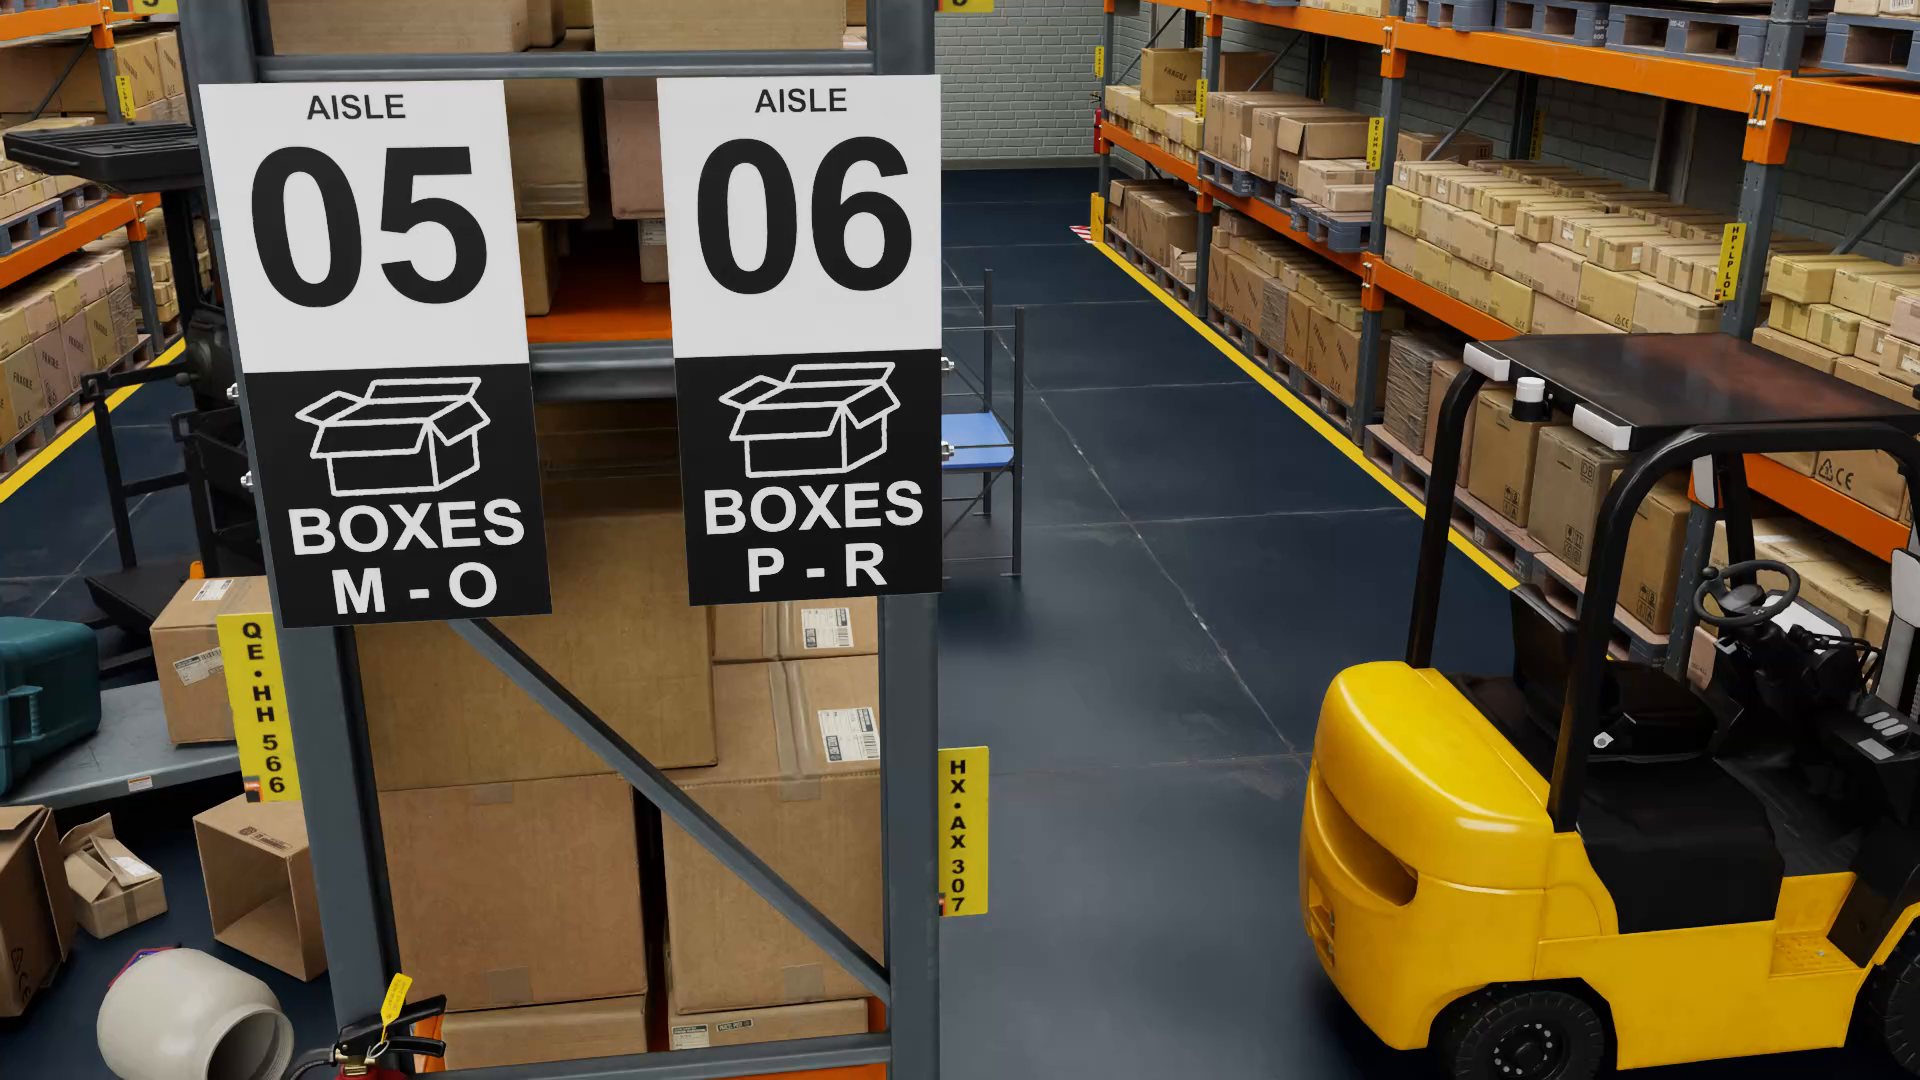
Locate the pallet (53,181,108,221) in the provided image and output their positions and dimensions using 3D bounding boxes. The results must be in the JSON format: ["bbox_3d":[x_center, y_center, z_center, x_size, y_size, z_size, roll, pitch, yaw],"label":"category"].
[{"bbox_3d":[-7.186,-2.573,12.593,1.003,0.211,1.213,-3,21,-8],"label":"pallet"}]

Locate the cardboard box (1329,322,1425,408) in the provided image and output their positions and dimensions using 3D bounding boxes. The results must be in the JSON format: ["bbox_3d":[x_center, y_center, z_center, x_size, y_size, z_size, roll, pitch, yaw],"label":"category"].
[{"bbox_3d":[2.946,-1.248,11.742,0.500,0.500,0.500,-2,21,-6],"label":"cardboard box"}]

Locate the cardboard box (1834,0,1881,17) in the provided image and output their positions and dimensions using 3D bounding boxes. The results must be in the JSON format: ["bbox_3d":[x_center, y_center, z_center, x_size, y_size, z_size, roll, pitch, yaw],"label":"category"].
[{"bbox_3d":[3.560,-2.062,6.278,0.380,0.149,0.250,-2,21,-7],"label":"cardboard box"}]

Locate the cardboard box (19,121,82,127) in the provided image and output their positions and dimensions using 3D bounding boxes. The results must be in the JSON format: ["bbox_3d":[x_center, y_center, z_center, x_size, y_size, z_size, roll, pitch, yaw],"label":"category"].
[{"bbox_3d":[-6.861,-3.071,12.559,0.380,0.149,0.250,-4,21,-9],"label":"cardboard box"}]

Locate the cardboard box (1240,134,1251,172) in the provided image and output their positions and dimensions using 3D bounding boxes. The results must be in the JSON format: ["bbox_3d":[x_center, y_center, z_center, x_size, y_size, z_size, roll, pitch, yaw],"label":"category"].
[{"bbox_3d":[2.464,-3.105,13.333,0.396,0.266,0.258,-2,21,-5],"label":"cardboard box"}]

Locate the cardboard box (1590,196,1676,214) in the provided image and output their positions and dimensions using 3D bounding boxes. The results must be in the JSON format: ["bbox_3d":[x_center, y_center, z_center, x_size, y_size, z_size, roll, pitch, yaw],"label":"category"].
[{"bbox_3d":[3.707,-1.804,9.189,0.380,0.149,0.250,-2,21,-6],"label":"cardboard box"}]

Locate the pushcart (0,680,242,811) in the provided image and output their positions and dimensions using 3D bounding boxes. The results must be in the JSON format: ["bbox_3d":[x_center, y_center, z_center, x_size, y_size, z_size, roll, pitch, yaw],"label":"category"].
[{"bbox_3d":[-3.364,0.911,6.738,1.648,0.377,0.936,-11,23,-26],"label":"pushcart"}]

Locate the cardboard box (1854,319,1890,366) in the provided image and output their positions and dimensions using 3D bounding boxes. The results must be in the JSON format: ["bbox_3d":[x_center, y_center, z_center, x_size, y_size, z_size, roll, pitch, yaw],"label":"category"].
[{"bbox_3d":[3.686,-0.750,6.367,0.380,0.149,0.250,-3,21,-8],"label":"cardboard box"}]

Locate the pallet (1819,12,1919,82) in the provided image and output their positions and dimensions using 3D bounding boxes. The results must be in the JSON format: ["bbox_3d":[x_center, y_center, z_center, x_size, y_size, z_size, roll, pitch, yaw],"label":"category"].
[{"bbox_3d":[3.945,-1.771,6.010,1.003,0.211,1.213,-3,21,-8],"label":"pallet"}]

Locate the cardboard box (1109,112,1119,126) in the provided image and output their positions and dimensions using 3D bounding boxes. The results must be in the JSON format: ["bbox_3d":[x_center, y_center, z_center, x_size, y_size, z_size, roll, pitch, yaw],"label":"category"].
[{"bbox_3d":[1.842,-4.611,18.133,0.380,0.149,0.250,-3,21,-8],"label":"cardboard box"}]

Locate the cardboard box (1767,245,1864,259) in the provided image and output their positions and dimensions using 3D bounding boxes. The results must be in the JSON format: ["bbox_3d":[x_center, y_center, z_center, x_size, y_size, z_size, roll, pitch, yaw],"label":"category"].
[{"bbox_3d":[3.971,-1.280,7.786,0.380,0.149,0.250,-4,21,-10],"label":"cardboard box"}]

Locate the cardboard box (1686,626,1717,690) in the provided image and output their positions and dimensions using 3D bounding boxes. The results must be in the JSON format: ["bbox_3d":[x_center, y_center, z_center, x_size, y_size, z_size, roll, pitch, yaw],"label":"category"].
[{"bbox_3d":[3.538,0.574,7.221,0.500,0.250,0.500,-3,21,-7],"label":"cardboard box"}]

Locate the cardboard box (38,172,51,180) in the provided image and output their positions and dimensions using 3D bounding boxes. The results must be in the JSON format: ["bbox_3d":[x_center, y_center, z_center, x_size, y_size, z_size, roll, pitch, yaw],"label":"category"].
[{"bbox_3d":[-6.747,-2.664,11.895,0.380,0.149,0.250,-4,21,-11],"label":"cardboard box"}]

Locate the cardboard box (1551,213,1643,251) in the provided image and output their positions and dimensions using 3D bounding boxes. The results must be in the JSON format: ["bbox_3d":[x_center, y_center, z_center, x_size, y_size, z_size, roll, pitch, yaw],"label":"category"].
[{"bbox_3d":[3.314,-1.600,8.643,0.380,0.149,0.250,-3,21,-7],"label":"cardboard box"}]

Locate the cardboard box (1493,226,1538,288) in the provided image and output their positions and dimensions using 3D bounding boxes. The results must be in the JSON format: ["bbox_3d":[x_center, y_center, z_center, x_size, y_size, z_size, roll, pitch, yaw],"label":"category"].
[{"bbox_3d":[3.269,-1.553,9.087,0.500,0.250,0.500,-3,21,-7],"label":"cardboard box"}]

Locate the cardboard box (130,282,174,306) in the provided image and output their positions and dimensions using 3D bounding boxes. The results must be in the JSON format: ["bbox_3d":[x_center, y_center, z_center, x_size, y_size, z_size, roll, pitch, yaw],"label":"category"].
[{"bbox_3d":[-6.888,-2.077,14.040,0.380,0.149,0.250,-2,21,-5],"label":"cardboard box"}]

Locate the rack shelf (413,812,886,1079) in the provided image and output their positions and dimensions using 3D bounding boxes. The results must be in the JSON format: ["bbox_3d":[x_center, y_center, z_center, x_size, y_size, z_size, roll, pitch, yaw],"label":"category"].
[{"bbox_3d":[-0.827,0.580,4.905,1.077,0.370,4.000,-3,21,-8],"label":"rack shelf"}]

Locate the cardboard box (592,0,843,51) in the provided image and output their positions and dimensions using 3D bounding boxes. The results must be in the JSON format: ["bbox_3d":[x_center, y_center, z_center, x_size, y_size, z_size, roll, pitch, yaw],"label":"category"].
[{"bbox_3d":[-0.388,-0.859,2.662,0.380,0.149,0.250,-3,21,-8],"label":"cardboard box"}]

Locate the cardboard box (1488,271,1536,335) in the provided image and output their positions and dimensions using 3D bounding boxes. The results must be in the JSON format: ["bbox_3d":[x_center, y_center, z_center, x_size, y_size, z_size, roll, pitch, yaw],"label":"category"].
[{"bbox_3d":[3.264,-1.318,9.172,0.500,0.250,0.500,-2,21,-6],"label":"cardboard box"}]

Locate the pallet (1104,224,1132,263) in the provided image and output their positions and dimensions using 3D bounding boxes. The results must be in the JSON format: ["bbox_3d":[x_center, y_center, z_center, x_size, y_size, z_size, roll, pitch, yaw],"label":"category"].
[{"bbox_3d":[2.193,-3.247,18.110,1.003,0.211,1.213,-3,21,-8],"label":"pallet"}]

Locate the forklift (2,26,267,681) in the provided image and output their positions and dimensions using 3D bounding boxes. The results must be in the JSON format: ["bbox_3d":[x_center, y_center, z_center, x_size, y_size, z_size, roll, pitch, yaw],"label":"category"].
[{"bbox_3d":[-3.611,-0.851,7.806,1.130,2.935,3.031,18,27,39],"label":"forklift"}]

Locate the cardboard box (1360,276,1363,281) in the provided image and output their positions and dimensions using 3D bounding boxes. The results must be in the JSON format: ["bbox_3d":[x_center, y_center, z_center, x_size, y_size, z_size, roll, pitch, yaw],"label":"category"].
[{"bbox_3d":[3.293,-1.974,12.761,0.380,0.149,0.250,-3,21,-9],"label":"cardboard box"}]

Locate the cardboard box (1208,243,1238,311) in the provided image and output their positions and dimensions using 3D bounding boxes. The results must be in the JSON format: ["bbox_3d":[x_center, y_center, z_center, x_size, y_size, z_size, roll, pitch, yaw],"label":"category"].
[{"bbox_3d":[2.490,-2.318,14.608,0.500,0.500,0.500,-2,21,-5],"label":"cardboard box"}]

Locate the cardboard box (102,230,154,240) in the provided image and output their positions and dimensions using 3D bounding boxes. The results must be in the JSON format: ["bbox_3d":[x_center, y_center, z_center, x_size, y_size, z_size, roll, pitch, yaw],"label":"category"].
[{"bbox_3d":[-7.780,-2.807,15.567,0.380,0.149,0.250,-3,21,-7],"label":"cardboard box"}]

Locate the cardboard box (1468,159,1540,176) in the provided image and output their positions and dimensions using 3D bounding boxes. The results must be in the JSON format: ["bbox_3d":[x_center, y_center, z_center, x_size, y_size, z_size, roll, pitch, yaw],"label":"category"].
[{"bbox_3d":[3.467,-2.335,10.610,0.380,0.149,0.250,-2,21,-6],"label":"cardboard box"}]

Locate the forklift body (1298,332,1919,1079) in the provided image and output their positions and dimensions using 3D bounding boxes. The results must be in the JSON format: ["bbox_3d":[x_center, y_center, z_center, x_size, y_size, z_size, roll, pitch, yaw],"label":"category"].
[{"bbox_3d":[2.294,0.517,5.259,2.313,2.155,1.214,-3,21,-8],"label":"forklift body"}]

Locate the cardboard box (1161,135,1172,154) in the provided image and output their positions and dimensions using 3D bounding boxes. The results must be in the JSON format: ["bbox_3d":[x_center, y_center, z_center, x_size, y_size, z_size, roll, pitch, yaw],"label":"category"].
[{"bbox_3d":[2.151,-3.808,15.984,0.380,0.149,0.250,-3,21,-9],"label":"cardboard box"}]

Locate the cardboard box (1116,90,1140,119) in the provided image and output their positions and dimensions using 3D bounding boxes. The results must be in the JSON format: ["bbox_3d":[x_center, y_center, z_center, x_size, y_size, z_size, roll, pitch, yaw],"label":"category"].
[{"bbox_3d":[1.938,-4.580,17.481,0.500,0.250,0.500,-3,21,-7],"label":"cardboard box"}]

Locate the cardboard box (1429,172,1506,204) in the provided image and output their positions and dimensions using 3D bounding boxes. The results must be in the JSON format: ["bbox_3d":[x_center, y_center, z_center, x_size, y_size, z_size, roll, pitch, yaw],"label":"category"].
[{"bbox_3d":[3.076,-2.132,10.067,0.380,0.149,0.250,-2,21,-6],"label":"cardboard box"}]

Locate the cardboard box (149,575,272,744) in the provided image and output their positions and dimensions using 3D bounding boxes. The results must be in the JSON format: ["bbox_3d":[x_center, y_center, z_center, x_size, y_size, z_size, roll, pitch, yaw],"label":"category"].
[{"bbox_3d":[-2.872,0.467,6.670,0.500,0.500,0.500,-3,21,-8],"label":"cardboard box"}]

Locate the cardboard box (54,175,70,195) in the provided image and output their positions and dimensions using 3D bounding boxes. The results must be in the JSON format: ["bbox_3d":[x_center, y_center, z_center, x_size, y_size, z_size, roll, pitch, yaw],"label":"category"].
[{"bbox_3d":[-6.791,-2.623,12.212,0.380,0.149,0.250,-4,21,-11],"label":"cardboard box"}]

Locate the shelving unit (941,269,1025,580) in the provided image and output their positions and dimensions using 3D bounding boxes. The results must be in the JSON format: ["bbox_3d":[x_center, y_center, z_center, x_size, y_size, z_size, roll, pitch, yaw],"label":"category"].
[{"bbox_3d":[0.012,-0.673,9.375,0.538,1.500,1.048,-3,21,-8],"label":"shelving unit"}]

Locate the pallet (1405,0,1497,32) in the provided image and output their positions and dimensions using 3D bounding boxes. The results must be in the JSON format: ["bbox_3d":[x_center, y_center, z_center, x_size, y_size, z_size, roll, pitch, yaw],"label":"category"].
[{"bbox_3d":[3.406,-3.173,9.906,1.213,0.211,1.003,-2,21,-5],"label":"pallet"}]

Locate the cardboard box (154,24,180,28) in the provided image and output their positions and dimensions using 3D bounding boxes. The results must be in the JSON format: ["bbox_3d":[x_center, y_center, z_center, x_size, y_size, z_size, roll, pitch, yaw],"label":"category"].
[{"bbox_3d":[-7.344,-4.653,15.890,0.500,0.500,0.500,-4,21,-10],"label":"cardboard box"}]

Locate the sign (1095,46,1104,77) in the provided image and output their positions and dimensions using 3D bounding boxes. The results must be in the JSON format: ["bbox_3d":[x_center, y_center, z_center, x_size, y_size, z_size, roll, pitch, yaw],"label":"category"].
[{"bbox_3d":[1.529,-5.234,18.206,0.100,0.325,0.005,-3,21,-8],"label":"sign"}]

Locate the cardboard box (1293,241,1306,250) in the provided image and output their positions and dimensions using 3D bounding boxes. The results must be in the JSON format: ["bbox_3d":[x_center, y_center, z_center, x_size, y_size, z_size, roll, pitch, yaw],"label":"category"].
[{"bbox_3d":[3.068,-2.513,14.204,0.380,0.149,0.250,-3,21,-7],"label":"cardboard box"}]

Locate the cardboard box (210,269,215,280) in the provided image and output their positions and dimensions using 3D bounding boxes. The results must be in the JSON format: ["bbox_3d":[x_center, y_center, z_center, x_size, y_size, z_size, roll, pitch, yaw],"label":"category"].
[{"bbox_3d":[-7.189,-2.564,15.768,0.380,0.149,0.250,-3,21,-7],"label":"cardboard box"}]

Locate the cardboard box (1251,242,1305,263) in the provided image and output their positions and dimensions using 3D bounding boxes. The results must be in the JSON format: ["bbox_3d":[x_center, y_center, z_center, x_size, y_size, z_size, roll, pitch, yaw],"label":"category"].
[{"bbox_3d":[2.649,-2.389,13.870,0.380,0.149,0.250,-3,21,-9],"label":"cardboard box"}]

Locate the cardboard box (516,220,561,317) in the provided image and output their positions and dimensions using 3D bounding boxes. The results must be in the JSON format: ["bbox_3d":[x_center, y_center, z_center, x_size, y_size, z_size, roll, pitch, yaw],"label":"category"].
[{"bbox_3d":[-0.867,-0.462,2.737,0.380,0.149,0.250,-3,21,-8],"label":"cardboard box"}]

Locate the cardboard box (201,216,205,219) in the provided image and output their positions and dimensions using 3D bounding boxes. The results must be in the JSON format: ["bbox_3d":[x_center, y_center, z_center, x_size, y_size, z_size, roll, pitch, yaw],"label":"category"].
[{"bbox_3d":[-7.259,-3.116,16.396,0.380,0.149,0.250,-3,21,-9],"label":"cardboard box"}]

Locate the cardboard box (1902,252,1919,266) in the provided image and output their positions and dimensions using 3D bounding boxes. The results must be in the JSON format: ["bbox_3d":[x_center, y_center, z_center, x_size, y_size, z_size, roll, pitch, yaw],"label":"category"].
[{"bbox_3d":[4.141,-1.096,6.869,0.380,0.149,0.250,-3,21,-8],"label":"cardboard box"}]

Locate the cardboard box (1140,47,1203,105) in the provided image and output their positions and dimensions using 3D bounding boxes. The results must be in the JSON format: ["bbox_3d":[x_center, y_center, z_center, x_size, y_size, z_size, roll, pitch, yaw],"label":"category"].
[{"bbox_3d":[2.082,-4.587,16.427,0.500,0.500,0.500,-2,21,-6],"label":"cardboard box"}]

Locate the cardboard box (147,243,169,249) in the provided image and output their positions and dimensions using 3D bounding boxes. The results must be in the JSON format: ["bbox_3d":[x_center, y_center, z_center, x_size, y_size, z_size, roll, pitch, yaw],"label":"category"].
[{"bbox_3d":[-7.079,-2.569,14.932,0.380,0.149,0.250,-2,21,-7],"label":"cardboard box"}]

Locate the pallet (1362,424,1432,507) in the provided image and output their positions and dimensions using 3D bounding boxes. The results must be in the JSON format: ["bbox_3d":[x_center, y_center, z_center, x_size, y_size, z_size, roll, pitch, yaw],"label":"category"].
[{"bbox_3d":[3.300,-0.493,10.734,1.003,0.211,1.213,-3,21,-8],"label":"pallet"}]

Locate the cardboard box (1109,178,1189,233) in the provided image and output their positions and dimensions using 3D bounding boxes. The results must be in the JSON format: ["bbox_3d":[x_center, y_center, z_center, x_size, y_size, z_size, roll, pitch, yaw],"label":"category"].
[{"bbox_3d":[2.061,-3.667,18.215,0.797,0.503,0.637,-4,21,-10],"label":"cardboard box"}]

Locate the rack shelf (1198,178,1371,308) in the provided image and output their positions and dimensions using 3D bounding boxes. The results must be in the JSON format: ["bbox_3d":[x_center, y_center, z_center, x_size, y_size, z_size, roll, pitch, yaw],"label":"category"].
[{"bbox_3d":[2.931,-2.442,12.995,1.077,0.370,4.000,-3,21,-8],"label":"rack shelf"}]

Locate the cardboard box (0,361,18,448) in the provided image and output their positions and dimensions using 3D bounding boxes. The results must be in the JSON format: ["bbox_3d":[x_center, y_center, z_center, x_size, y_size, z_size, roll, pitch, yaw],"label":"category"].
[{"bbox_3d":[-6.425,-0.834,10.633,0.500,0.500,0.500,-4,21,-10],"label":"cardboard box"}]

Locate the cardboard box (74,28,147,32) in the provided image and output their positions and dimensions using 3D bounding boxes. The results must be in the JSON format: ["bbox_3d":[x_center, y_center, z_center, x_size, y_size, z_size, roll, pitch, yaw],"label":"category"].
[{"bbox_3d":[-7.795,-4.450,15.346,0.500,0.500,0.500,-3,21,-9],"label":"cardboard box"}]

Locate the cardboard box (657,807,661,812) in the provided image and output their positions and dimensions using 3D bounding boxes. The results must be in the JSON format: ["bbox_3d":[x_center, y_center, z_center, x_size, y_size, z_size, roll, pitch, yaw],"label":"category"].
[{"bbox_3d":[-0.931,0.579,4.238,0.380,0.149,0.250,-3,21,-7],"label":"cardboard box"}]

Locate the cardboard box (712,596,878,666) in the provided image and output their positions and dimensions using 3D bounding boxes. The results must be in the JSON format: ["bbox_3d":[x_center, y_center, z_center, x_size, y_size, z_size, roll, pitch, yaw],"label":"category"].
[{"bbox_3d":[-0.410,0.392,3.812,0.500,0.500,0.500,-2,21,-6],"label":"cardboard box"}]

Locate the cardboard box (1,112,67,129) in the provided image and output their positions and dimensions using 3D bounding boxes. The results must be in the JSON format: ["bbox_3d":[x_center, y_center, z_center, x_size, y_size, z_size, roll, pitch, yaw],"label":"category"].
[{"bbox_3d":[-7.501,-3.274,13.628,0.500,0.500,0.500,-3,21,-8],"label":"cardboard box"}]

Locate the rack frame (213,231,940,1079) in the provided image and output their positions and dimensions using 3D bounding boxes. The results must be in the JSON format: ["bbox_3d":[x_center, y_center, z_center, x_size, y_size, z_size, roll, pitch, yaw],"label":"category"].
[{"bbox_3d":[-0.538,0.935,2.925,1.000,3.000,0.127,-3,21,-8],"label":"rack frame"}]

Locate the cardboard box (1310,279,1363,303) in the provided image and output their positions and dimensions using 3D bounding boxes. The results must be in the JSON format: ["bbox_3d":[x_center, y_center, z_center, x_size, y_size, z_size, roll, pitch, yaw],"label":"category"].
[{"bbox_3d":[2.840,-1.854,12.439,0.380,0.149,0.250,-2,21,-6],"label":"cardboard box"}]

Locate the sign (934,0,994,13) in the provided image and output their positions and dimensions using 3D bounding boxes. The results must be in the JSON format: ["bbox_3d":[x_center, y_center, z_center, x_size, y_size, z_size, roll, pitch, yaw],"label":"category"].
[{"bbox_3d":[-0.002,-0.907,2.321,0.100,0.325,0.005,-3,21,-8],"label":"sign"}]

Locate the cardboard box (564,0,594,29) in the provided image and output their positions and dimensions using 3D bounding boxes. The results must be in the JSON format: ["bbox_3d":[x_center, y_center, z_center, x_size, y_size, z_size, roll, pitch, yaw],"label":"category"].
[{"bbox_3d":[-0.919,-1.097,3.299,0.380,0.149,0.250,-3,21,-7],"label":"cardboard box"}]

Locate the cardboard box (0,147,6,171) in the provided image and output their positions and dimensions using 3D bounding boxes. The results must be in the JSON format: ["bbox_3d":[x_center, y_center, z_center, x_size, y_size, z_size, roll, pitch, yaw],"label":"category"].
[{"bbox_3d":[-6.641,-2.533,11.118,0.380,0.149,0.250,-2,21,-6],"label":"cardboard box"}]

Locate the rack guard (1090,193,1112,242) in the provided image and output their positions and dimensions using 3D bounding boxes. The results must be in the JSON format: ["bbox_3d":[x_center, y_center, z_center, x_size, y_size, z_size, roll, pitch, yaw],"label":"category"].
[{"bbox_3d":[2.077,-3.659,18.798,1.175,0.500,0.348,-3,21,-8],"label":"rack guard"}]
